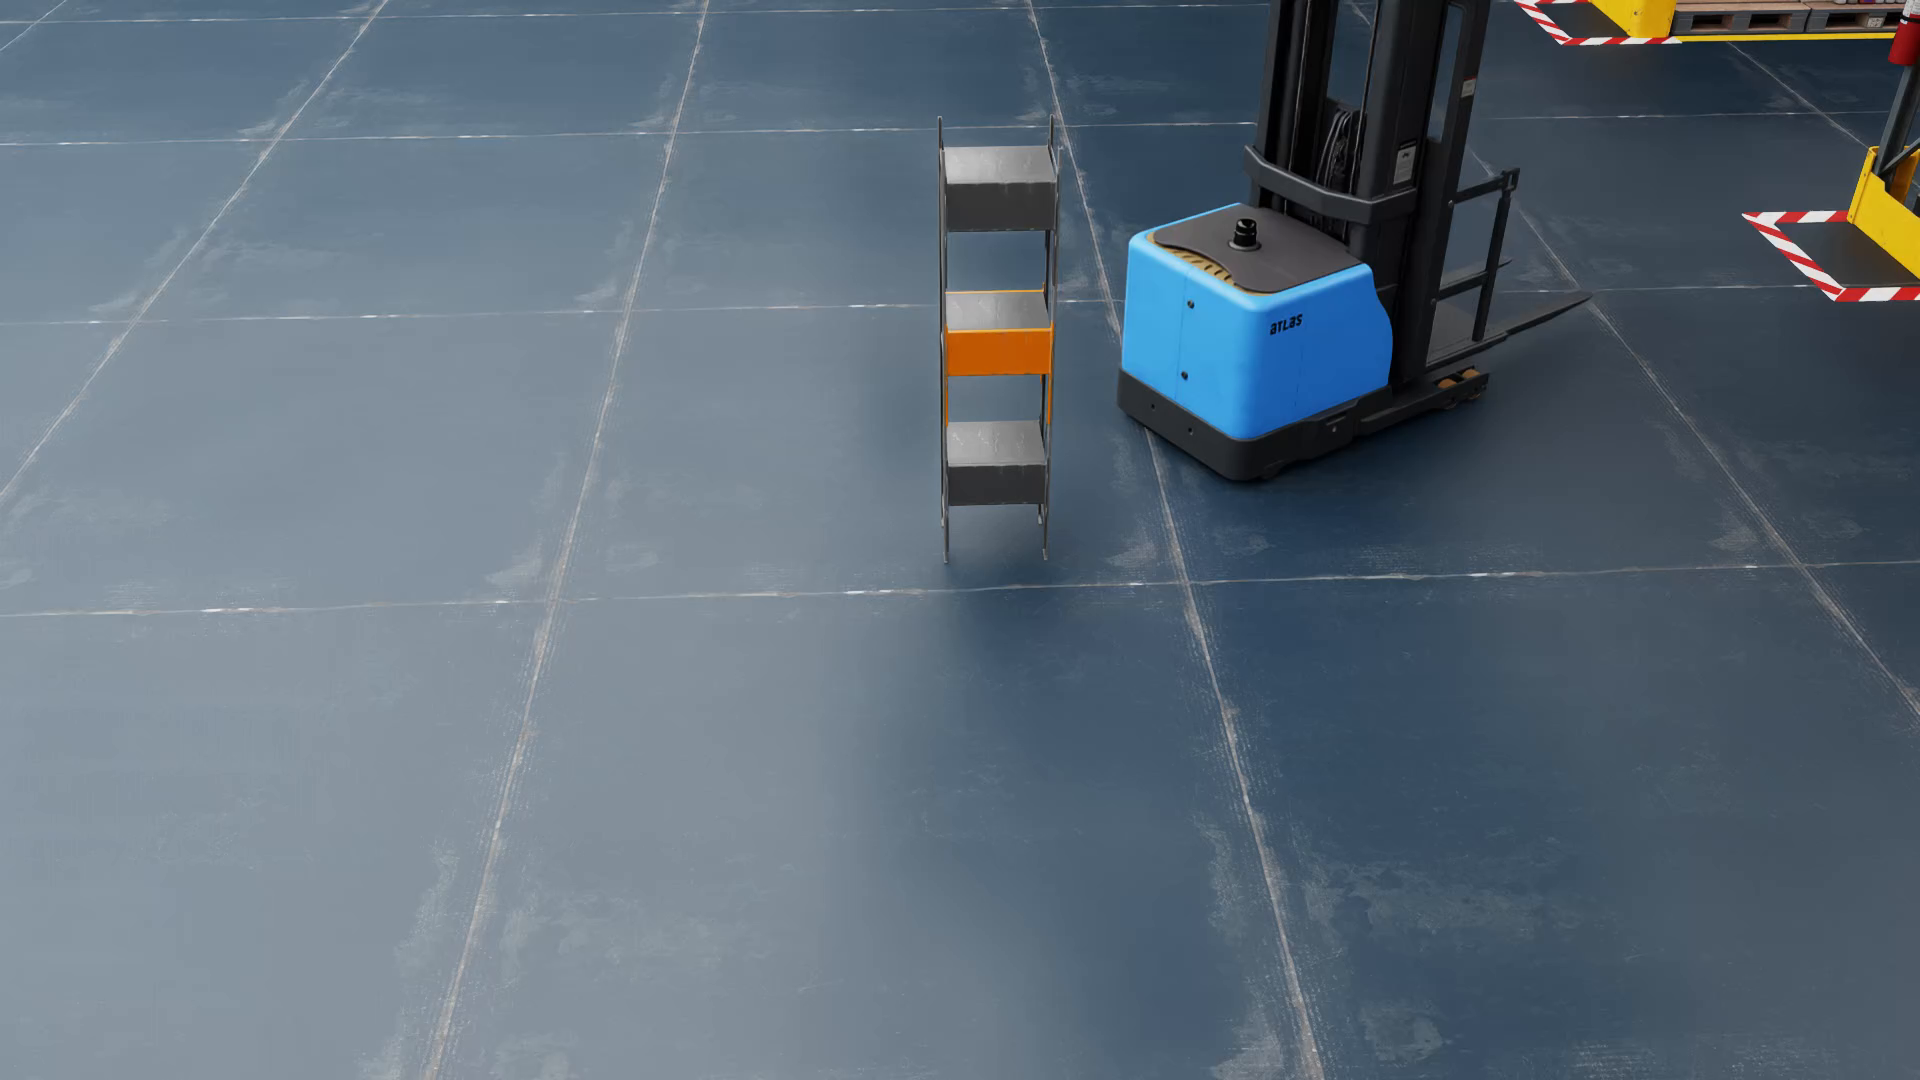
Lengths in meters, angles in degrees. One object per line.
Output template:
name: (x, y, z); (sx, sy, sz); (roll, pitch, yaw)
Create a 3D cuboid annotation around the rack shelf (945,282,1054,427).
rack shelf: (0.165, -0.857, 7.667); (0.480, 0.518, 0.431); (-2, 35, -2)

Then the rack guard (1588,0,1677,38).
rack guard: (6.059, -4.955, 14.971); (0.348, 0.500, 1.175); (-2, 35, -2)

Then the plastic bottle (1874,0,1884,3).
plastic bottle: (8.153, -4.895, 14.697); (0.097, 0.271, 0.097); (0, 35, 0)

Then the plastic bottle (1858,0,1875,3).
plastic bottle: (8.038, -4.886, 14.674); (0.133, 0.283, 0.061); (-1, 35, -1)

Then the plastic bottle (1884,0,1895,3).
plastic bottle: (8.253, -4.897, 14.701); (0.097, 0.271, 0.097); (0, 35, 0)

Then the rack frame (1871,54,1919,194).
rack frame: (6.219, -3.139, 10.150); (0.127, 3.000, 1.000); (-2, 35, -2)

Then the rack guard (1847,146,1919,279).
rack guard: (6.295, -2.113, 10.864); (0.348, 0.500, 1.175); (-2, 35, -2)

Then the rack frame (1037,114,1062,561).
rack frame: (0.409, -0.874, 7.668); (0.015, 2.100, 0.400); (-2, 35, -2)

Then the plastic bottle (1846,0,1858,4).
plastic bottle: (7.914, -4.859, 14.708); (0.097, 0.201, 0.097); (0, 35, 0)

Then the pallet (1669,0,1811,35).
pallet: (6.870, -4.856, 15.081); (1.213, 0.211, 1.003); (-2, 35, -2)

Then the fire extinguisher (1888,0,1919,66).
fire extinguisher: (6.083, -3.366, 10.546); (0.183, 0.674, 0.296); (-2, 35, -2)

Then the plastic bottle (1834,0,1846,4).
plastic bottle: (7.811, -4.885, 14.684); (0.097, 0.271, 0.097); (0, 35, 0)

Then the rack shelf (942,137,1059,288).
rack shelf: (0.165, -1.432, 7.268); (0.480, 0.518, 0.431); (-2, 35, -2)

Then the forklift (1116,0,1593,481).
forklift: (2.369, -2.163, 8.800); (3.031, 2.935, 1.130); (-21, 40, -28)

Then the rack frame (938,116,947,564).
rack frame: (-0.078, -0.861, 7.649); (0.015, 2.100, 0.400); (-2, 35, -2)

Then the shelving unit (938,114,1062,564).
shelving unit: (0.165, -0.868, 7.659); (0.503, 2.100, 0.431); (-2, 35, -2)

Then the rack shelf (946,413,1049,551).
rack shelf: (0.165, -0.281, 8.065); (0.480, 0.518, 0.431); (-2, 35, -2)

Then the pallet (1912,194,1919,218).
pallet: (7.109, -1.996, 10.949); (1.213, 0.211, 1.003); (-2, 35, -2)

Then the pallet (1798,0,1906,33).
pallet: (8.086, -4.887, 15.126); (1.213, 0.211, 1.003); (-2, 35, -2)

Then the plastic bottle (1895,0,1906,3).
plastic bottle: (8.352, -4.871, 14.725); (0.097, 0.201, 0.097); (0, 35, 0)
